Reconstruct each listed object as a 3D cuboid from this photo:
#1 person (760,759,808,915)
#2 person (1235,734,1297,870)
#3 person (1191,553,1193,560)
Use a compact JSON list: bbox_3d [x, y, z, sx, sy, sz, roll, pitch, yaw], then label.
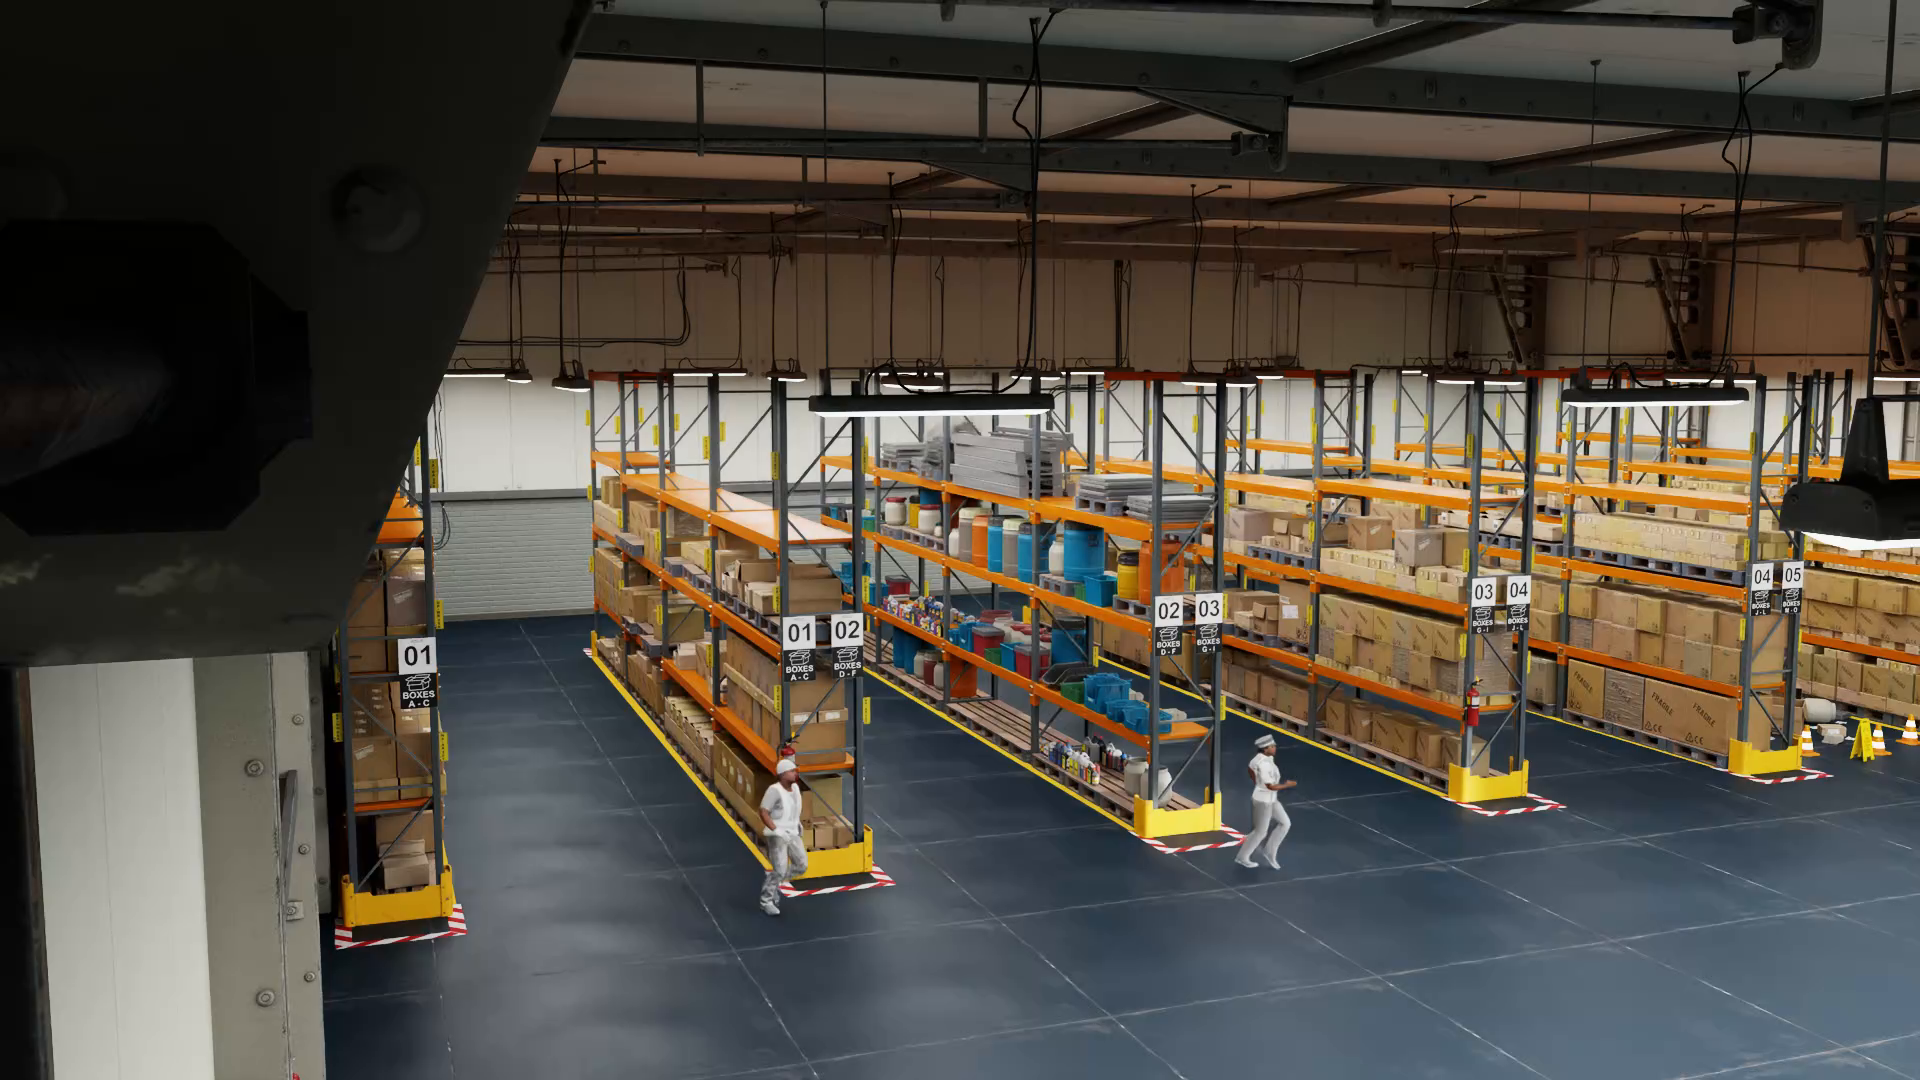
[{"bbox_3d":[-1.981,3.362,18.992,0.529,1.715,0.744,4,7,31],"label":"person"},{"bbox_3d":[3.773,3.224,20.454,0.725,1.721,0.555,2,7,16],"label":"person"},{"bbox_3d":[5.711,1.020,40.797,0.589,1.532,0.650,5,8,40],"label":"person"}]
